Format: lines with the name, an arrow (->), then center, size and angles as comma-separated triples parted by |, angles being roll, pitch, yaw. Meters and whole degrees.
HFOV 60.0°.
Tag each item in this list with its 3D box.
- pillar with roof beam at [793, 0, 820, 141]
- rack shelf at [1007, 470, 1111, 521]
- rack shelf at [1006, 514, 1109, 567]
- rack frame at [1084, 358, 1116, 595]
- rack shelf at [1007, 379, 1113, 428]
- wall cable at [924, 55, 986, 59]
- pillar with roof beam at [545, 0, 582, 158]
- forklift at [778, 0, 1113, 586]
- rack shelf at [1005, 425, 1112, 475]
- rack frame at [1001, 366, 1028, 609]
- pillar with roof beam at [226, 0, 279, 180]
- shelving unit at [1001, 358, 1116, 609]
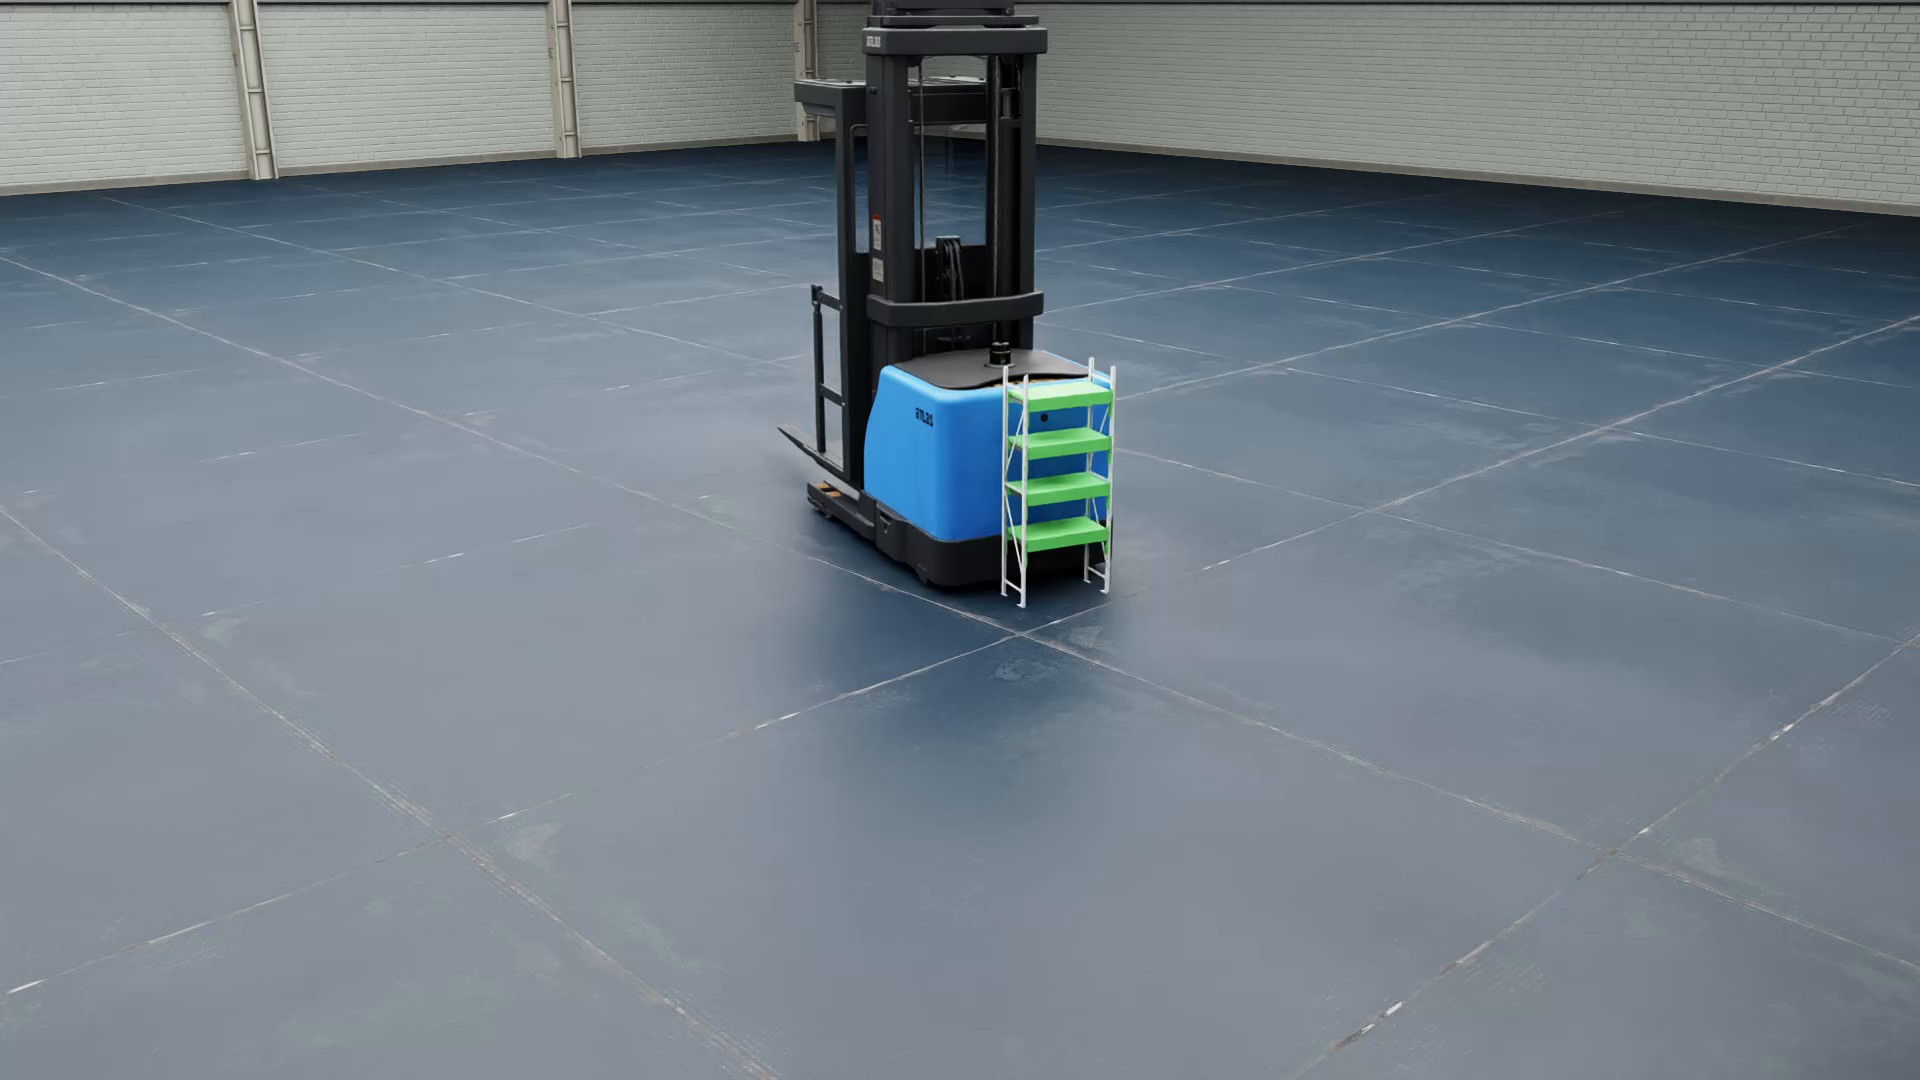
pillar with roof beam -> -0.378, -12.120, 32.277 | 0.400, 9.000, 9.100 | -16, 24, -41
rack shelf -> 0.493, -0.229, 8.451 | 0.480, 0.148, 0.258 | -8, 20, -24
rack shelf -> 0.493, 0.000, 8.525 | 0.480, 0.148, 0.258 | -8, 20, -24
rack frame -> 0.714, -0.322, 8.531 | 0.015, 1.200, 0.240 | -8, 20, -24
rack shelf -> 0.493, -0.685, 8.303 | 0.480, 0.148, 0.258 | -8, 20, -24
wall cable -> -0.287, -11.936, 36.742 | 0.112, 2.526, 3.097 | -16, 24, -41
pillar with roof beam -> -4.738, -10.849, 28.355 | 0.400, 9.000, 9.100 | -16, 24, -41
forklift -> -0.268, -1.569, 9.572 | 1.130, 2.935, 3.031 | -8, 20, -24
rack shelf -> 0.493, -0.457, 8.377 | 0.480, 0.148, 0.258 | -8, 20, -24
rack frame -> 0.273, -0.257, 8.332 | 0.015, 1.200, 0.240 | -8, 20, -24
pillar with roof beam -> -9.098, -9.578, 24.434 | 0.400, 9.000, 9.100 | -16, 24, -41
shelving unit -> 0.493, -0.289, 8.432 | 0.503, 1.200, 0.258 | -8, 20, -24
